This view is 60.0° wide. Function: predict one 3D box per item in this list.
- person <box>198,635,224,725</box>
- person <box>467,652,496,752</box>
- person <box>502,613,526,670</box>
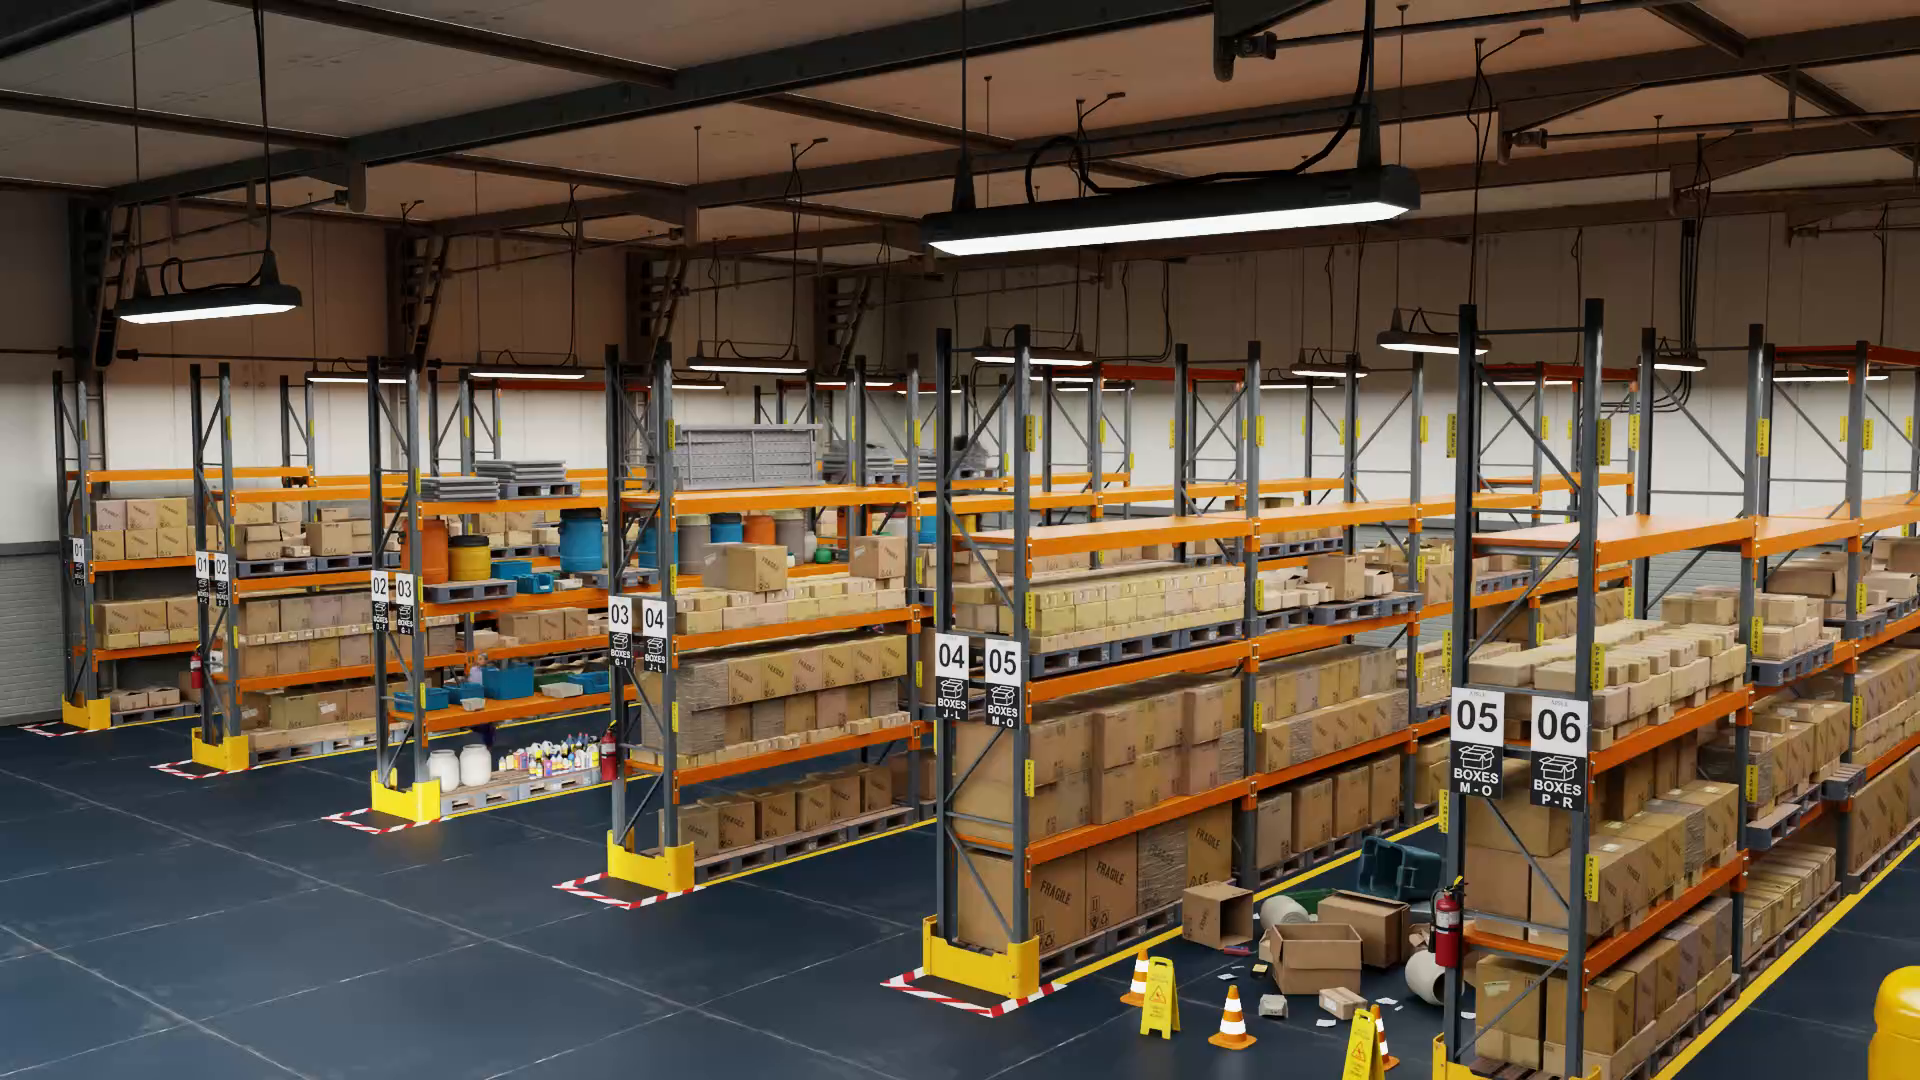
[{"bbox_3d":[-12.174,2.348,27.004,0.624,1.674,0.964,0,4,-5],"label":"person"},{"bbox_3d":[-7.383,2.517,25.869,0.612,1.584,0.538,1,4,17],"label":"person"},{"bbox_3d":[-8.520,2.146,31.699,0.558,1.556,0.778,0,4,-1],"label":"person"}]
